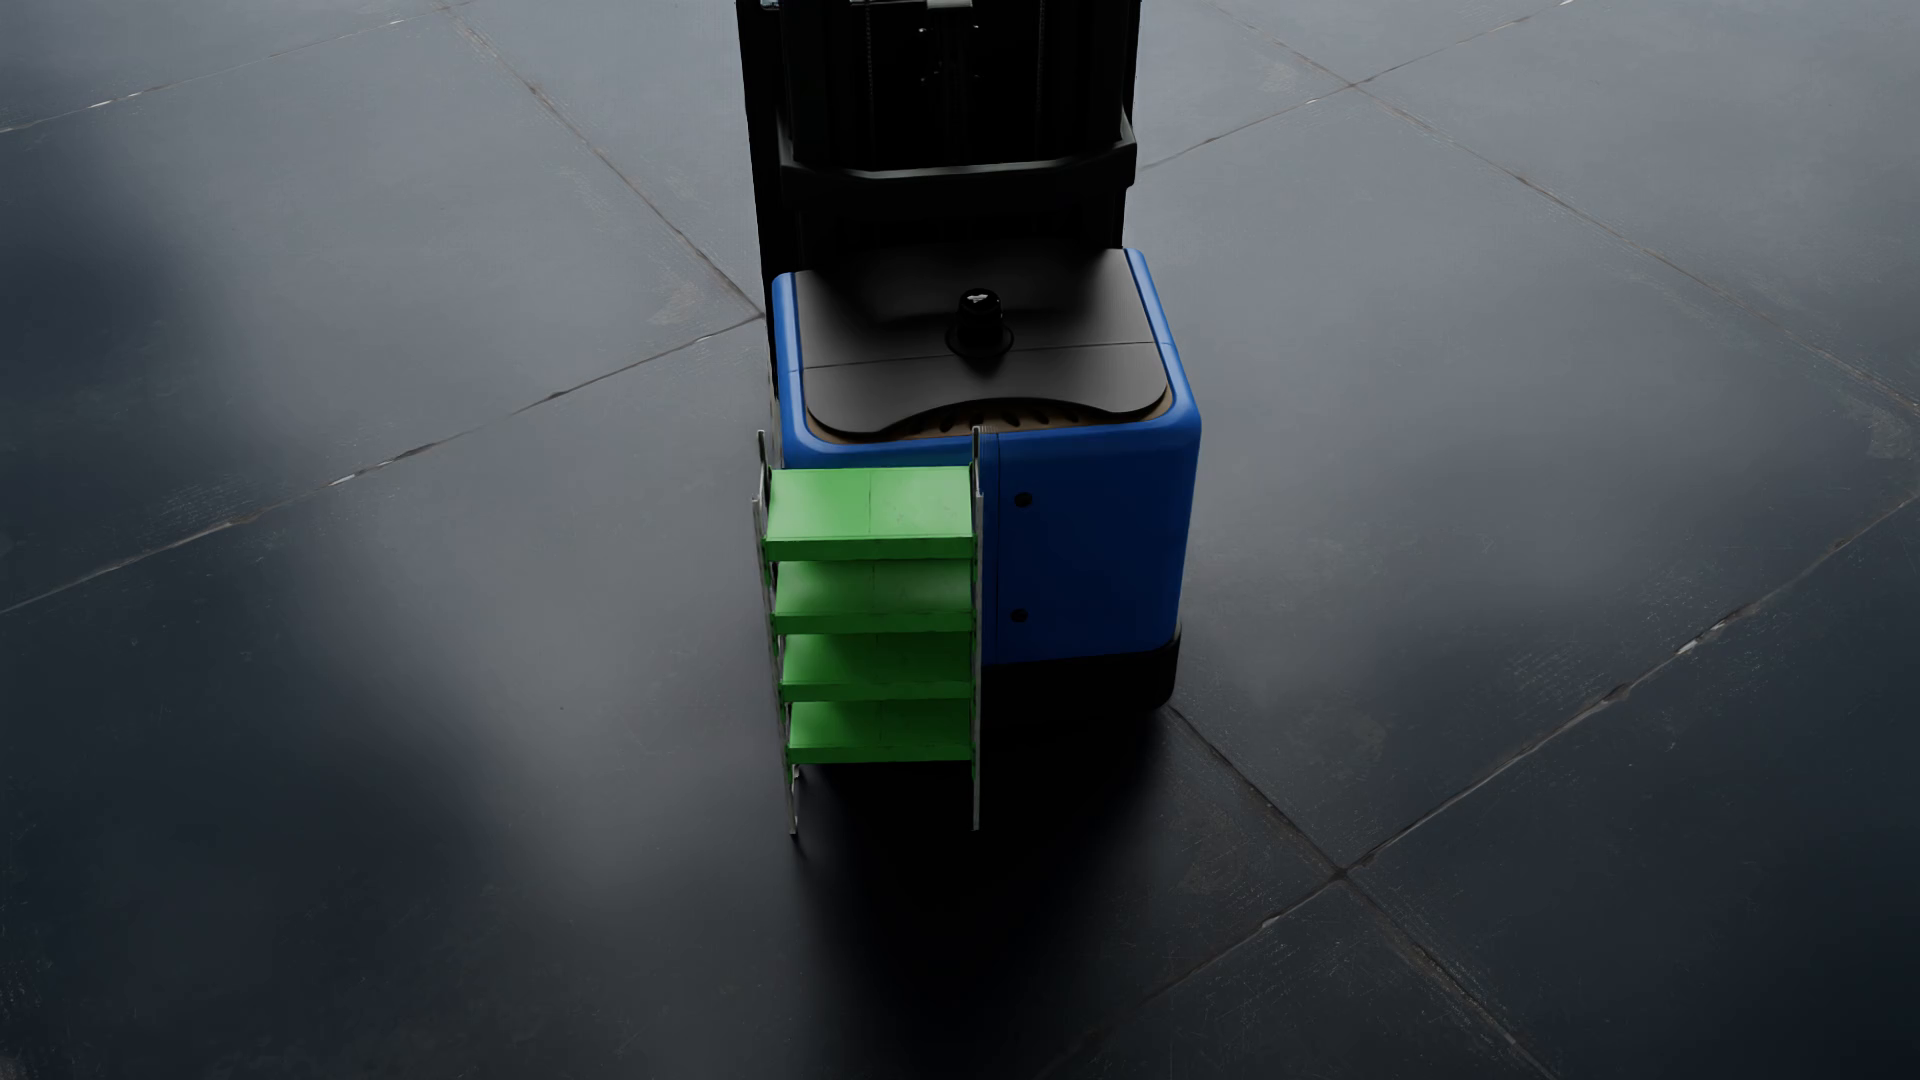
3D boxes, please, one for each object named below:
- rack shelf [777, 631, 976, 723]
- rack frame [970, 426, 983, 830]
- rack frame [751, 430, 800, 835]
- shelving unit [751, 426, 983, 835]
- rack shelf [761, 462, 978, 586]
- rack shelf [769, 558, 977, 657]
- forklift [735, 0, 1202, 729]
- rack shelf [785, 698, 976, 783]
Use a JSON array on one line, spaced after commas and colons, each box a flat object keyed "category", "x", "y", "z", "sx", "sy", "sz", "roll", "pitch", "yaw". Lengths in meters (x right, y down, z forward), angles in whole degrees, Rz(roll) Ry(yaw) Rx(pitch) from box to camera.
[{"category": "rack shelf", "x": -0.204, "y": 0.309, "z": 4.150, "sx": 0.480, "sy": 0.148, "sz": 0.258, "roll": -1, "pitch": 44, "yaw": -1}, {"category": "rack frame", "x": 0.040, "y": 0.258, "z": 4.111, "sx": 0.015, "sy": 1.200, "sz": 0.240, "roll": -1, "pitch": 44, "yaw": -1}, {"category": "rack frame", "x": -0.448, "y": 0.267, "z": 4.101, "sx": 0.015, "sy": 1.200, "sz": 0.240, "roll": -1, "pitch": 44, "yaw": -1}, {"category": "shelving unit", "x": -0.204, "y": 0.263, "z": 4.106, "sx": 0.503, "sy": 1.200, "sz": 0.258, "roll": -1, "pitch": 44, "yaw": -1}, {"category": "rack shelf", "x": -0.204, "y": -0.038, "z": 3.819, "sx": 0.480, "sy": 0.148, "sz": 0.258, "roll": -1, "pitch": 44, "yaw": -1}, {"category": "rack shelf", "x": -0.204, "y": 0.135, "z": 3.984, "sx": 0.480, "sy": 0.148, "sz": 0.258, "roll": -1, "pitch": 44, "yaw": -1}, {"category": "forklift", "x": -0.087, "y": -1.530, "z": 4.730, "sx": 1.130, "sy": 2.935, "sz": 3.031, "roll": -5, "pitch": 44, "yaw": -5}, {"category": "rack shelf", "x": -0.204, "y": 0.482, "z": 4.316, "sx": 0.480, "sy": 0.148, "sz": 0.258, "roll": -1, "pitch": 44, "yaw": -1}]
